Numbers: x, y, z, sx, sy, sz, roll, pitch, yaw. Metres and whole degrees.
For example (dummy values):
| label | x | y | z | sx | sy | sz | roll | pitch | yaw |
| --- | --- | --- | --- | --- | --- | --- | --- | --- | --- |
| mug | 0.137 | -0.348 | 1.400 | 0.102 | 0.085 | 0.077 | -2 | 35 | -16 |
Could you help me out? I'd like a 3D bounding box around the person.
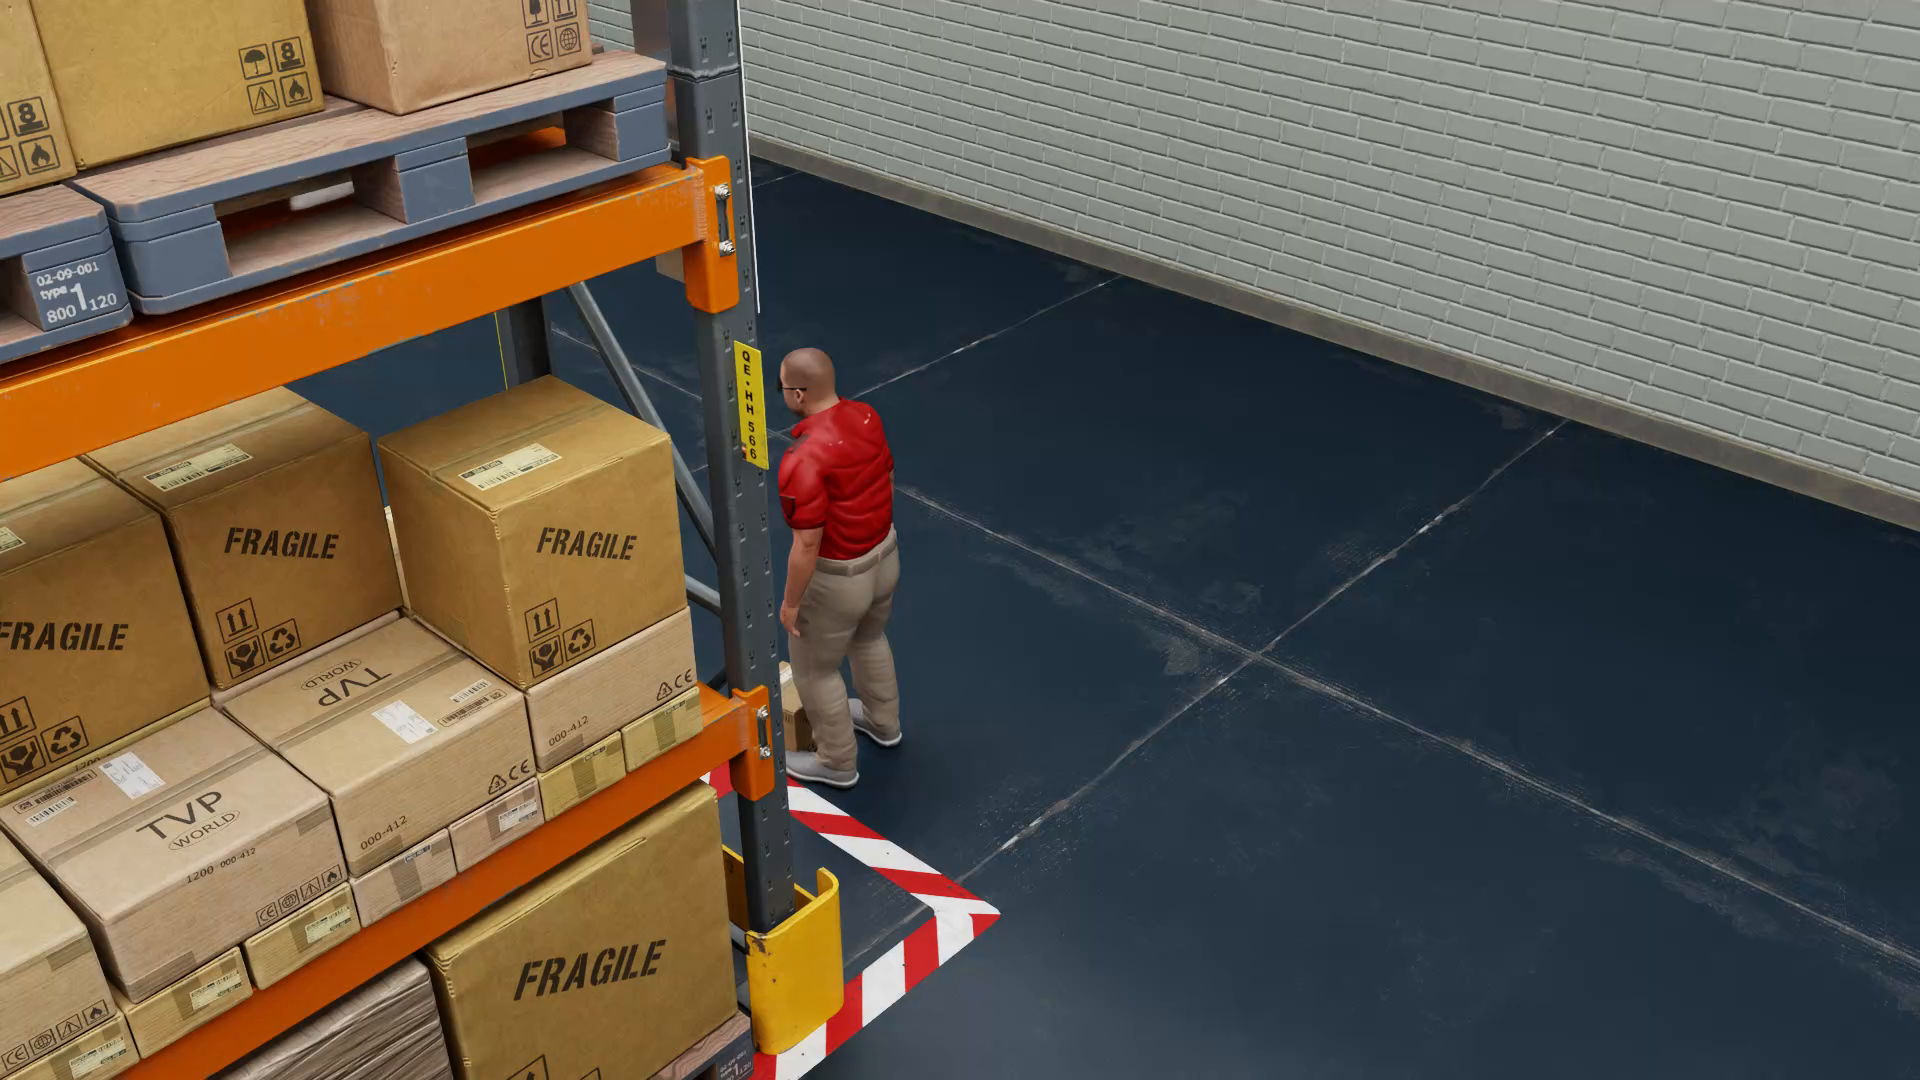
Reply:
| label | x | y | z | sx | sy | sz | roll | pitch | yaw |
| --- | --- | --- | --- | --- | --- | --- | --- | --- | --- |
| person | -0.446 | 0.105 | 5.973 | 0.386 | 1.726 | 0.606 | 18 | 35 | 27 |
